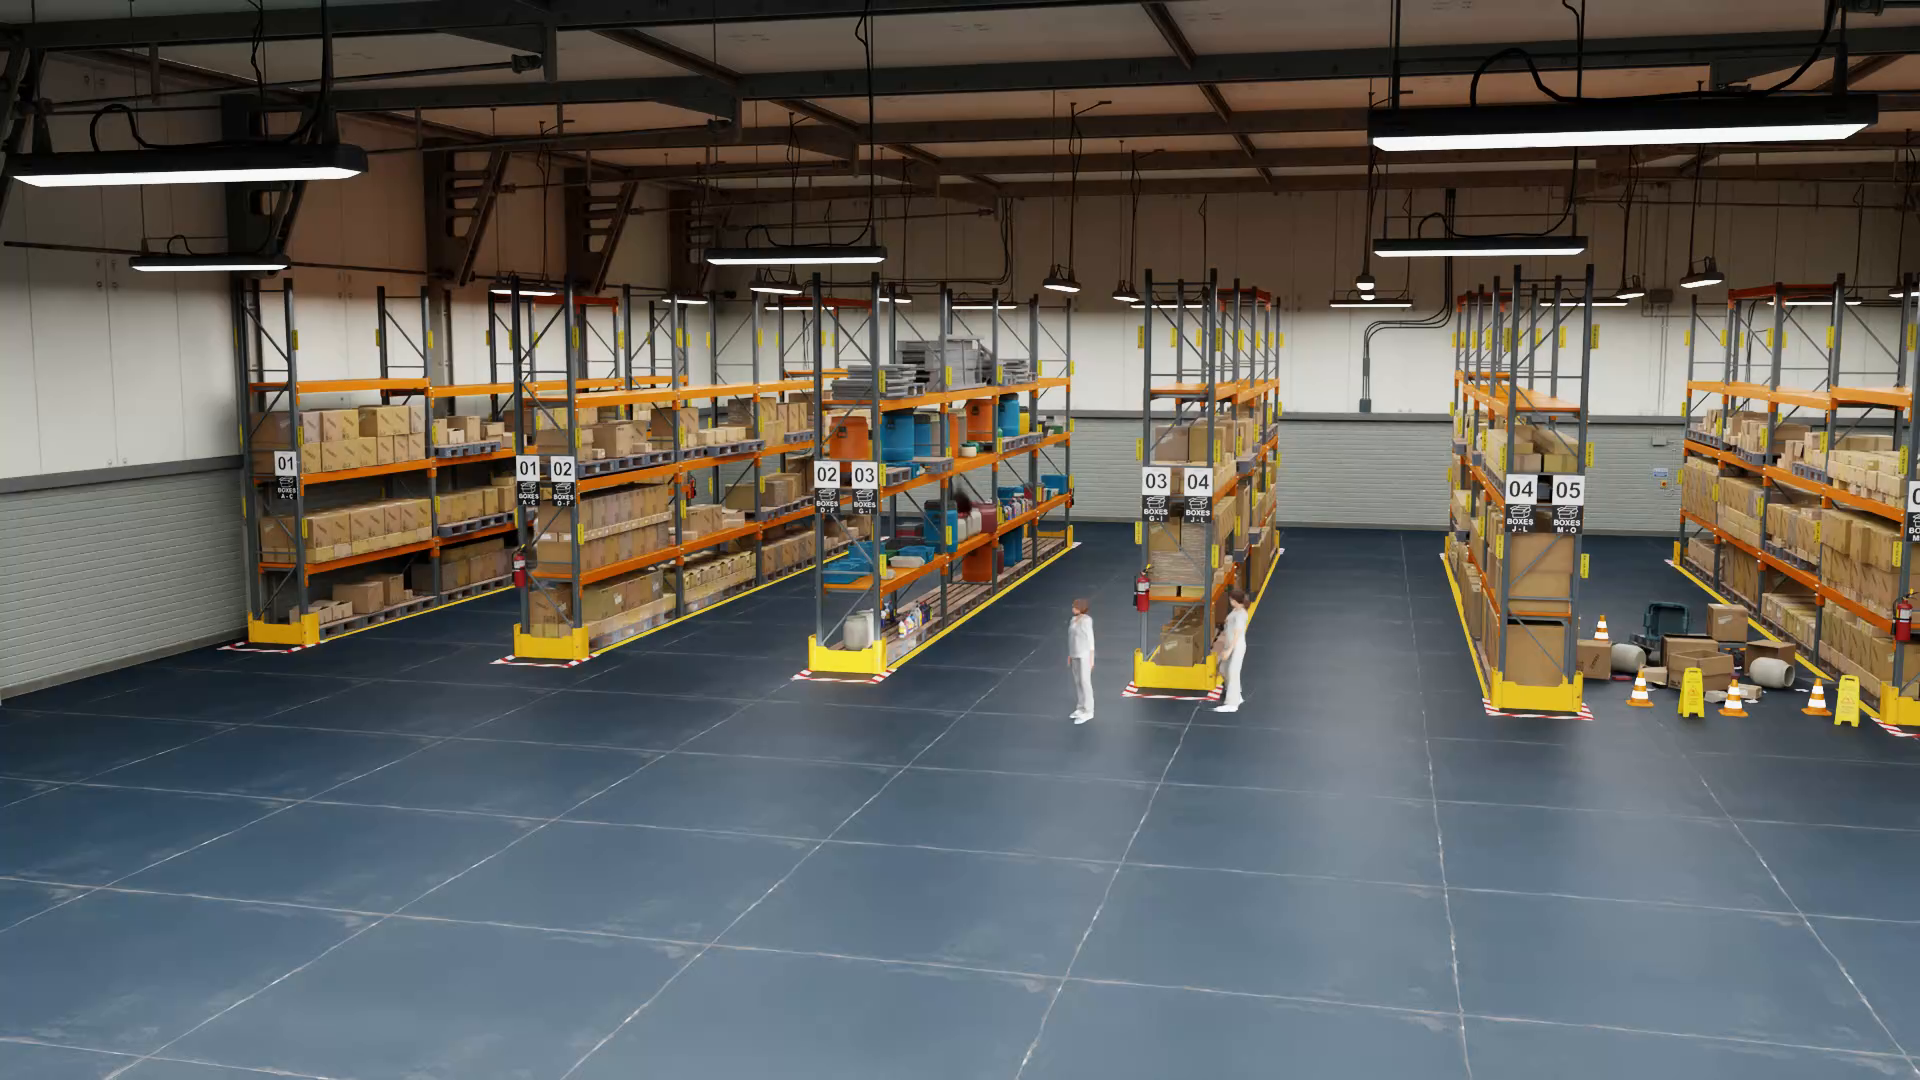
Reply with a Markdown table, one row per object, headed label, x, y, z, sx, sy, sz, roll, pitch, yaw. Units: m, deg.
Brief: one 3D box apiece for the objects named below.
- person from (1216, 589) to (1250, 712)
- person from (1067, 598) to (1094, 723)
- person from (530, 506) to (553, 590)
| label | x | y | z | sx | sy | sz | roll | pitch | yaw |
| --- | --- | --- | --- | --- | --- | --- | --- | --- | --- |
| person | 3.674 | 1.489 | 22.523 | 0.468 | 1.706 | 0.549 | -1 | 7 | -6 |
| person | 1.588 | 1.583 | 22.039 | 0.376 | 1.600 | 0.499 | -4 | 8 | -29 |
| person | -8.338 | 0.147 | 33.061 | 0.481 | 1.768 | 0.526 | -5 | 9 | -36 |
